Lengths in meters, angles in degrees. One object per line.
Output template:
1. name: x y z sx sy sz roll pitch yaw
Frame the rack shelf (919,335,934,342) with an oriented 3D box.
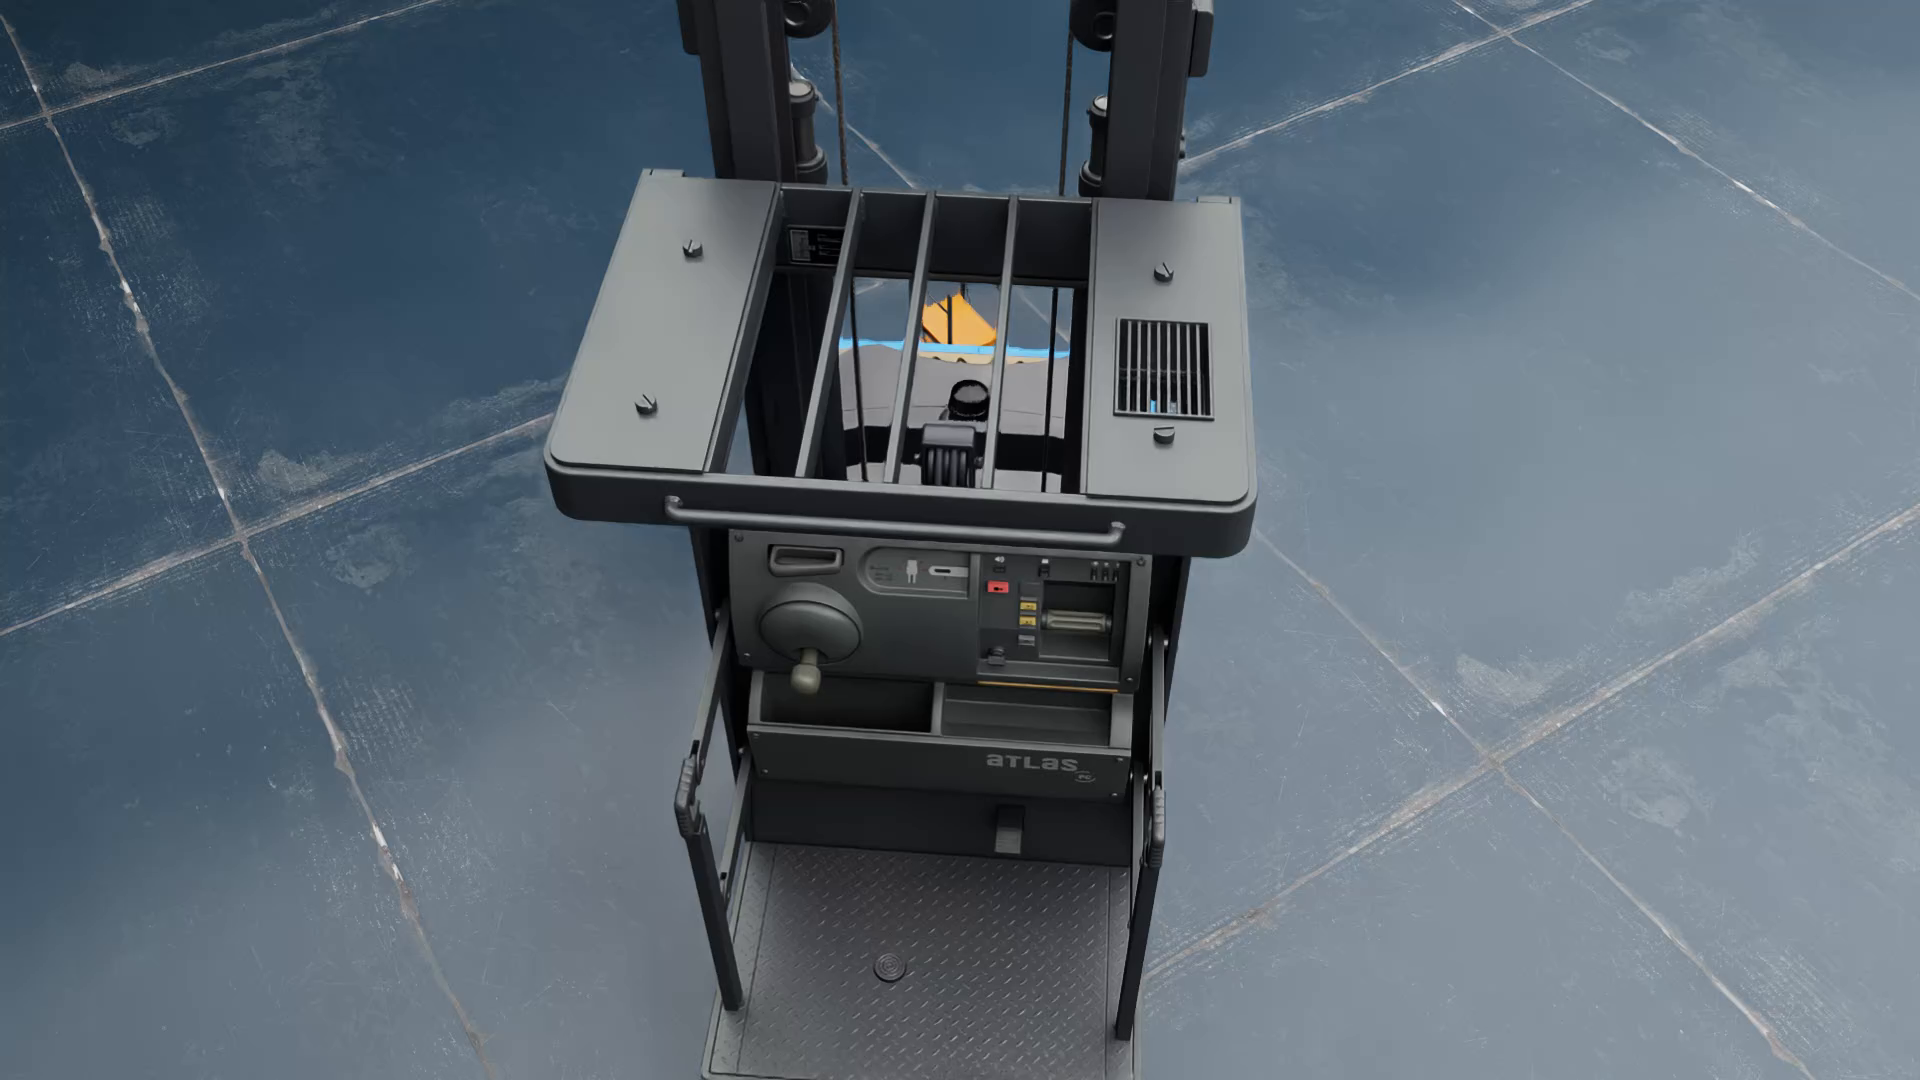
1. rack shelf: -0.010 -0.549 5.174 0.180 0.103 0.258 -26 53 -21

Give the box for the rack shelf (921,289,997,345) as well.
1. rack shelf: -0.010 -0.629 5.084 0.180 0.103 0.258 -26 53 -21

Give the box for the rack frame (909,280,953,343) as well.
1. rack frame: -0.087 -0.382 5.287 0.006 1.200 0.240 -26 53 -21

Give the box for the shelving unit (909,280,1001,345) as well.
1. shelving unit: -0.010 -0.419 5.320 0.189 1.200 0.258 -26 53 -21

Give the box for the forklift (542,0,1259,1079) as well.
1. forklift: -0.063 0.267 3.549 1.130 2.935 3.031 3 48 3

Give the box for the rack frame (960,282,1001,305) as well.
1. rack frame: 0.067 -0.456 5.353 0.006 1.200 0.240 -26 53 -21
